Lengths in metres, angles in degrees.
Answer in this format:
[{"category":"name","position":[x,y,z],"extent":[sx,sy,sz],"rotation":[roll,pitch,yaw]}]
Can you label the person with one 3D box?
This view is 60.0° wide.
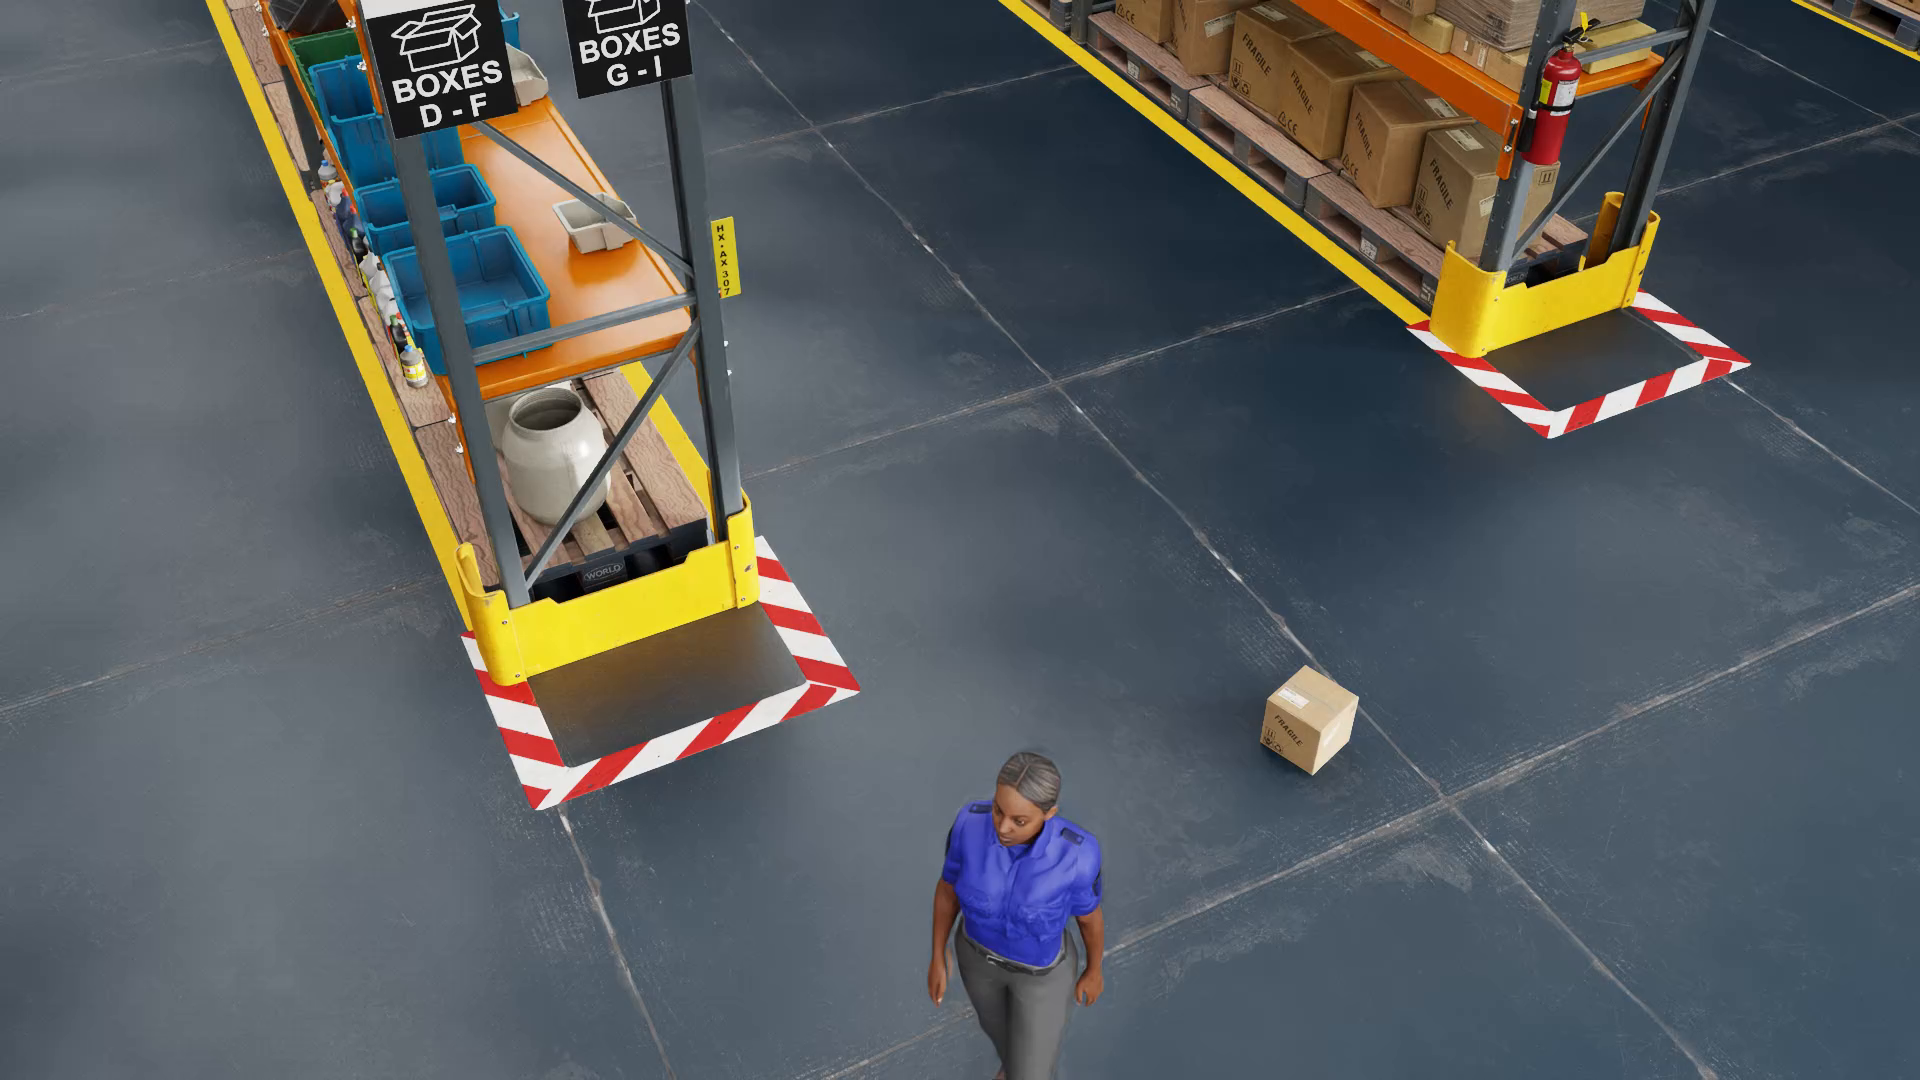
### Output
[{"category":"person","position":[0.149,1.243,4.768],"extent":[0.485,1.714,0.495],"rotation":[18,45,19]}]
